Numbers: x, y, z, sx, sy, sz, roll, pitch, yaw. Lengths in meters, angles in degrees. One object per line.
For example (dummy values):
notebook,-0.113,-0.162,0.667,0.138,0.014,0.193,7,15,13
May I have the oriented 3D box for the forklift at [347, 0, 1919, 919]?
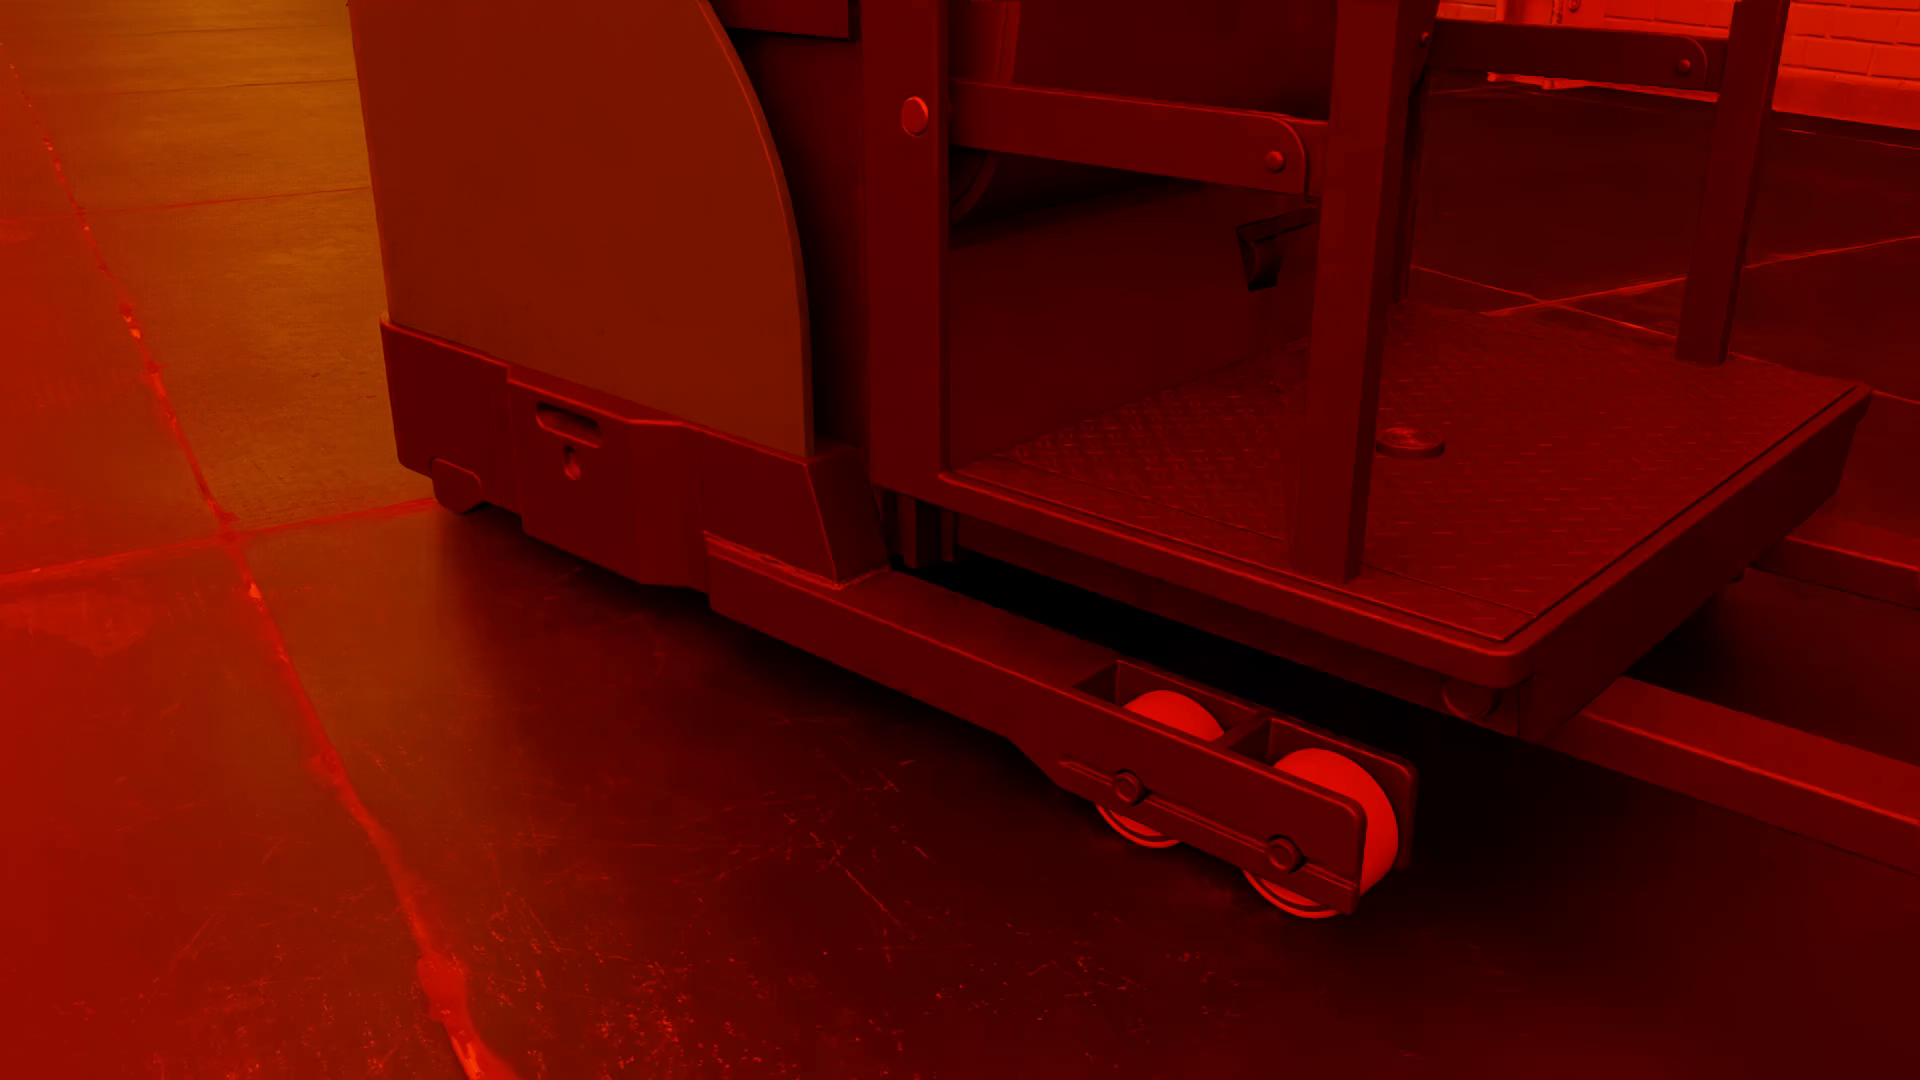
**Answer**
forklift,0.488,-1.196,1.689,3.031,2.935,1.130,19,29,38
